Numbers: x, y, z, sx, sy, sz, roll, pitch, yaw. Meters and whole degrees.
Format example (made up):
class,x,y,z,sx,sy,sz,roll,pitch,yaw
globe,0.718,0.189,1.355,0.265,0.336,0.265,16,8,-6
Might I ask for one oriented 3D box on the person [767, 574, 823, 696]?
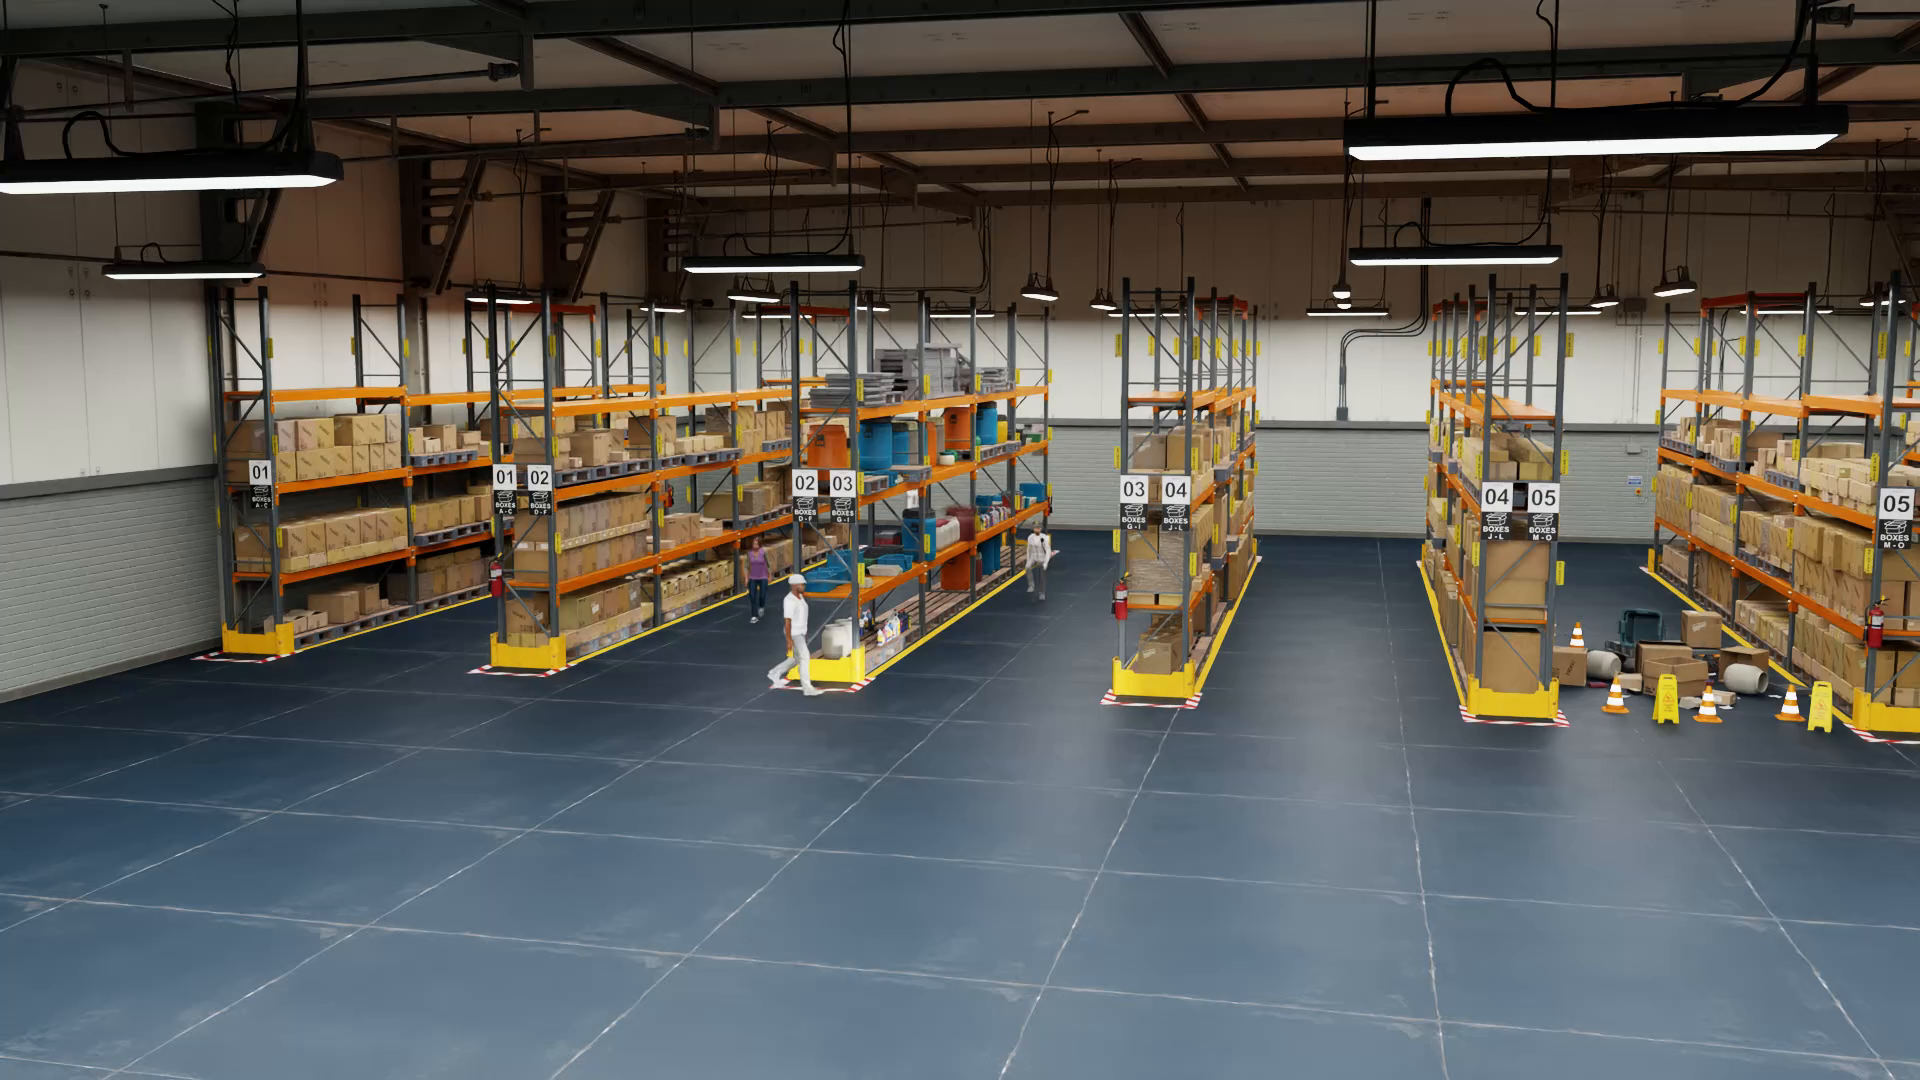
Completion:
class,x,y,z,sx,sy,sz,roll,pitch,yaw
person,-2.394,1.365,24.140,0.887,1.745,0.592,1,7,8

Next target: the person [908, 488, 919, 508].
class,x,y,z,sx,sy,sz,roll,pitch,yaw
person,-1.177,-0.712,42.366,0.445,1.675,0.498,1,7,10

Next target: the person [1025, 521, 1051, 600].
class,x,y,z,sx,sy,sz,roll,pitch,yaw
person,1.538,0.421,32.668,0.508,1.610,1.031,0,7,4

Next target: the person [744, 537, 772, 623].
class,x,y,z,sx,sy,sz,roll,pitch,yaw
person,-3.710,0.721,30.619,0.499,1.581,0.487,1,7,5
